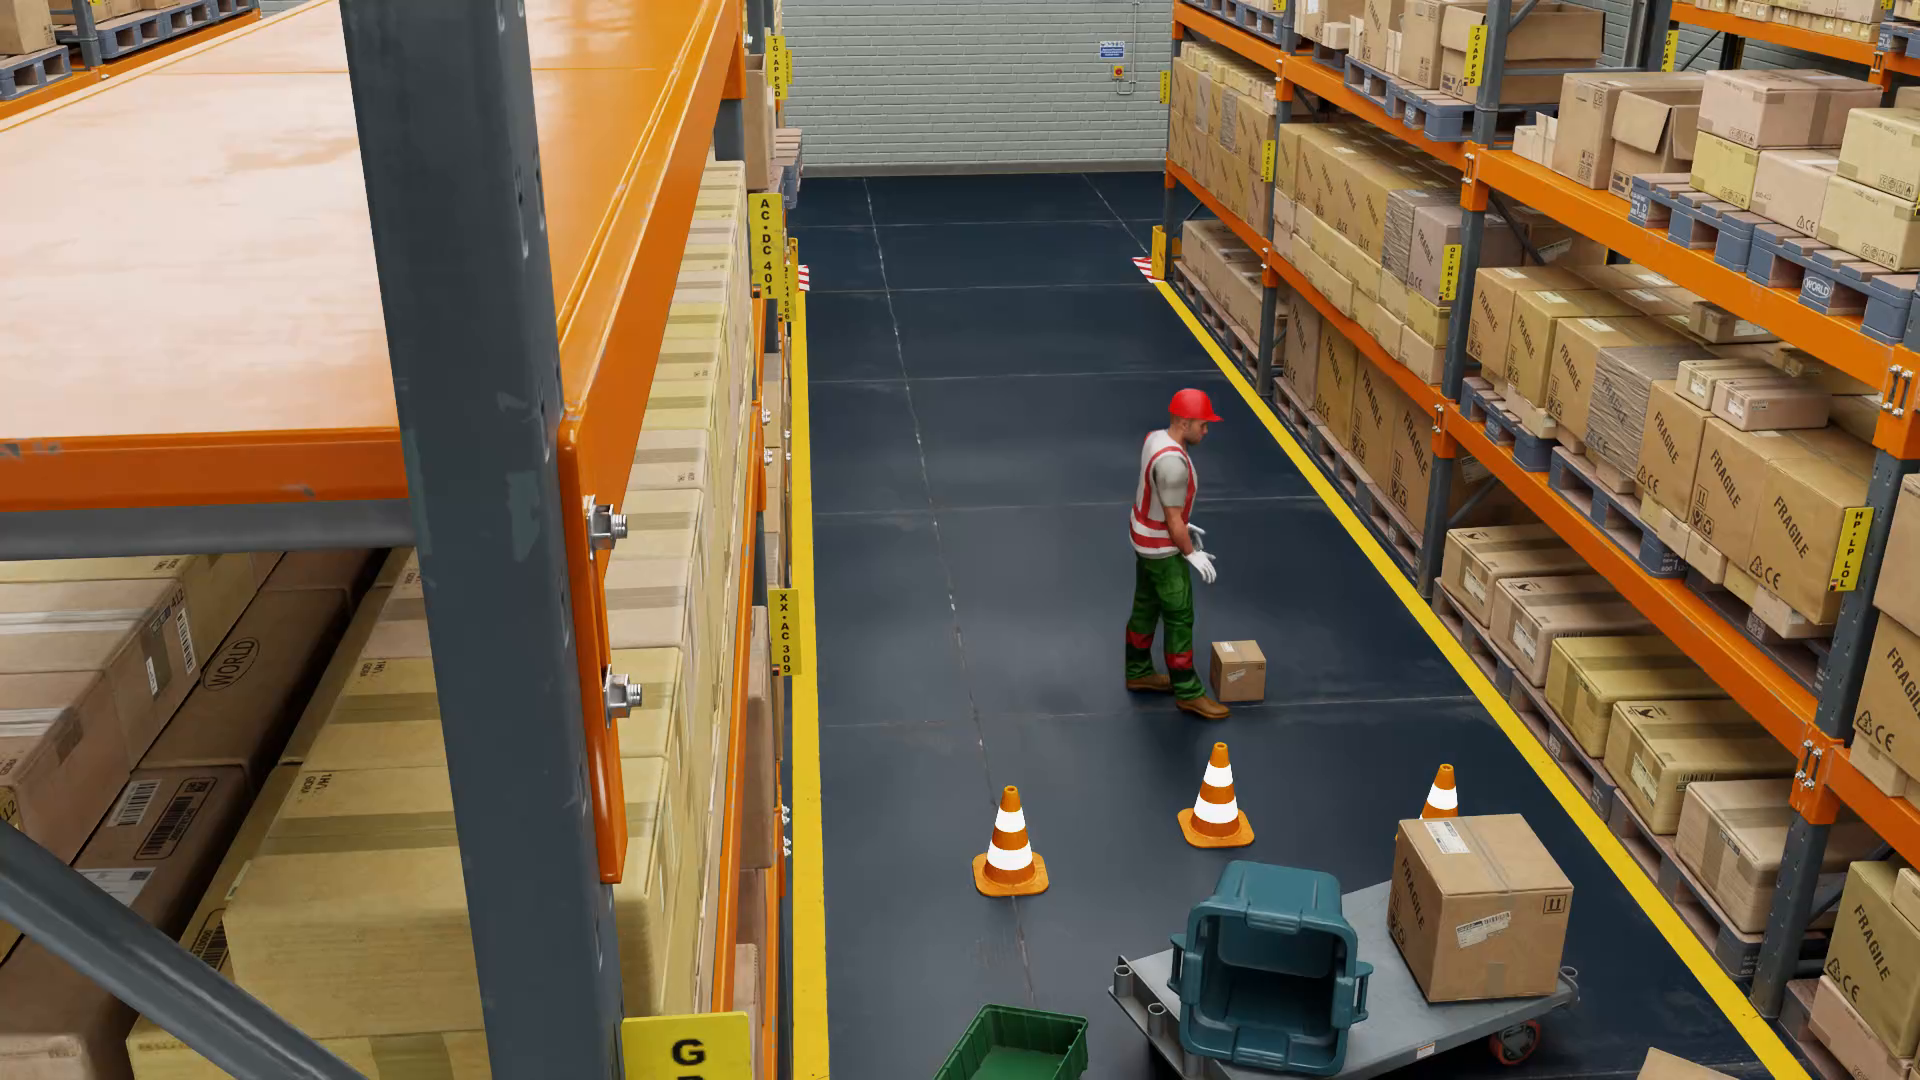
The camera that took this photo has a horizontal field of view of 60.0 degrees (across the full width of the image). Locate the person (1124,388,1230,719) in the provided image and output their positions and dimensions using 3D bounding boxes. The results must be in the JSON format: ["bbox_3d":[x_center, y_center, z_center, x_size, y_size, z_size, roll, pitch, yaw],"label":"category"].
[{"bbox_3d":[1.192,0.046,8.933,0.562,1.784,0.563,0,24,0],"label":"person"}]
